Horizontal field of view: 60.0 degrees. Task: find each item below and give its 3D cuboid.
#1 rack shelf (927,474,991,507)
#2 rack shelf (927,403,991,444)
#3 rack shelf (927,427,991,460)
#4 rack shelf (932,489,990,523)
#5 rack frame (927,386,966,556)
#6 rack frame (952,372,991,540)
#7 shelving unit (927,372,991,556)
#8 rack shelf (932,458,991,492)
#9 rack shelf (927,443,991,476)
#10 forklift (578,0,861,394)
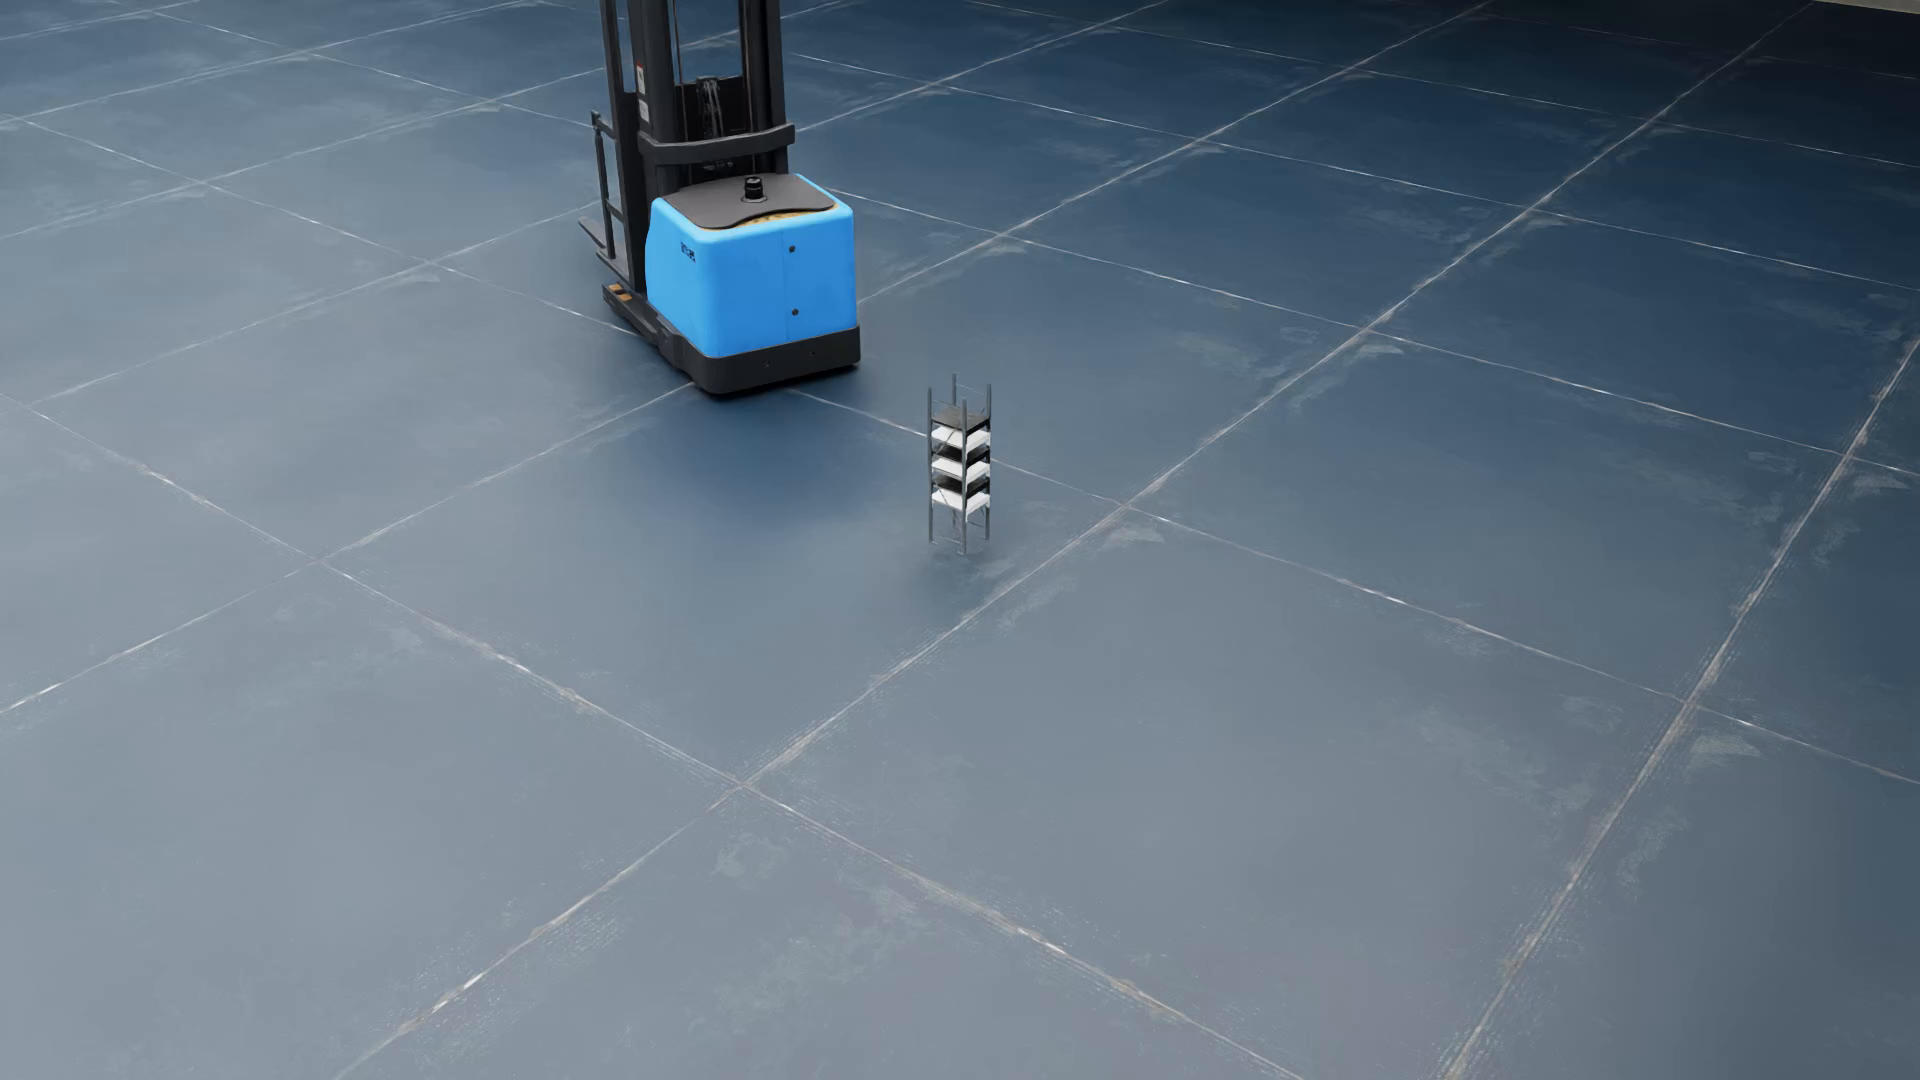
[{"bbox_3d":[-0.005,-0.278,8.578,0.258,0.077,0.200,21,37,31],"label":"rack shelf"},{"bbox_3d":[-0.005,-0.587,8.394,0.258,0.077,0.200,21,37,31],"label":"rack shelf"},{"bbox_3d":[-0.005,-0.510,8.440,0.258,0.077,0.200,21,37,31],"label":"rack shelf"},{"bbox_3d":[-0.005,-0.200,8.624,0.258,0.077,0.200,21,37,31],"label":"rack shelf"},{"bbox_3d":[-0.066,-0.342,8.445,0.240,0.900,0.006,21,37,31],"label":"rack frame"},{"bbox_3d":[0.056,-0.425,8.585,0.240,0.900,0.006,21,37,31],"label":"rack frame"},{"bbox_3d":[-0.005,-0.384,8.515,0.258,0.900,0.210,21,37,31],"label":"shelving unit"},{"bbox_3d":[-0.005,-0.355,8.532,0.258,0.077,0.200,21,37,31],"label":"rack shelf"},{"bbox_3d":[-0.005,-0.433,8.486,0.258,0.077,0.200,21,37,31],"label":"rack shelf"},{"bbox_3d":[-1.797,-2.869,10.717,1.130,2.935,3.031,-16,34,-25],"label":"forklift"}]
